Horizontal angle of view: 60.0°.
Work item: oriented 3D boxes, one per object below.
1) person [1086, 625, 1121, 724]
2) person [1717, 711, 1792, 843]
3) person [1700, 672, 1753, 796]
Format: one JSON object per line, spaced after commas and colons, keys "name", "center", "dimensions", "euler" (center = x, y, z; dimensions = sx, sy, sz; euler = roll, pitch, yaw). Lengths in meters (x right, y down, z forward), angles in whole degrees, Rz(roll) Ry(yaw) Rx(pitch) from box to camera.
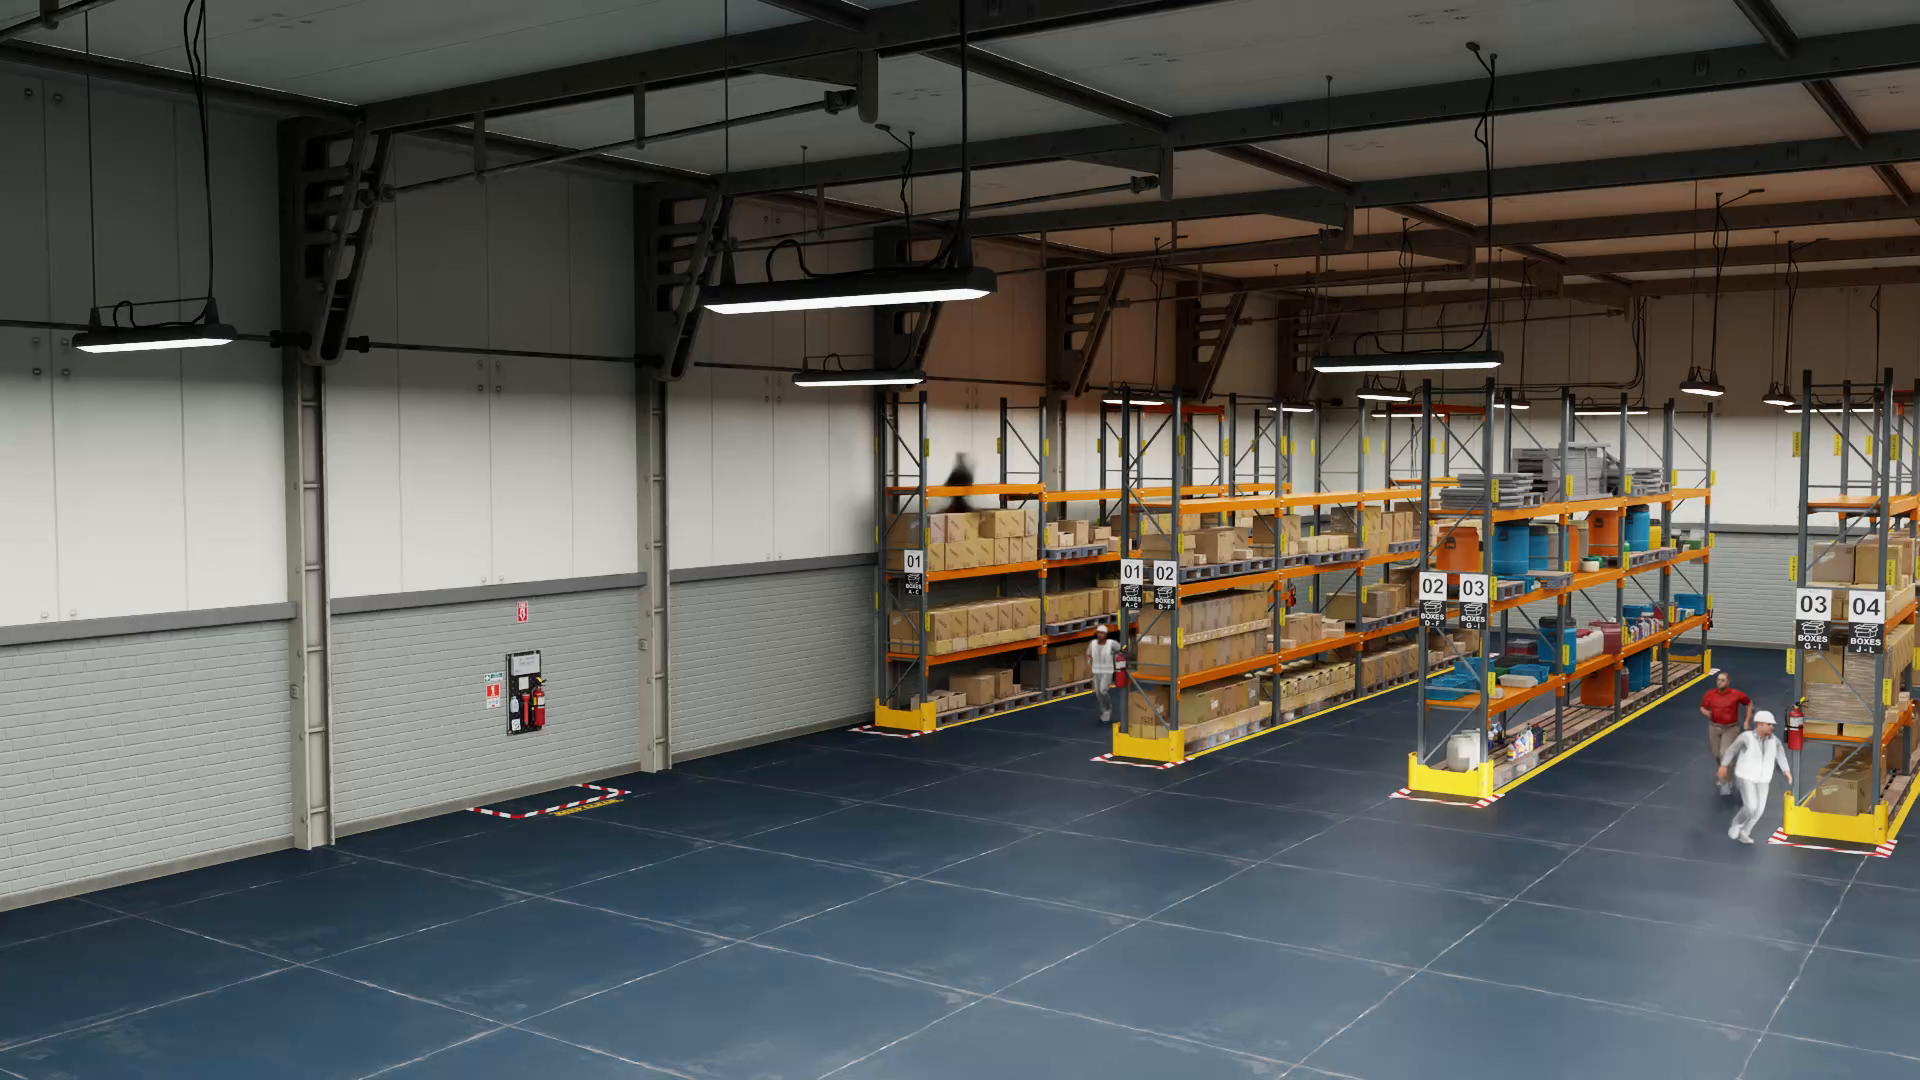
{"name": "person", "center": [2.593, 2.438, 30.218], "dimensions": [0.666, 1.783, 0.791], "euler": [2, 4, 29]}
{"name": "person", "center": [9.983, 2.975, 20.799], "dimensions": [0.662, 1.713, 0.785], "euler": [0, 3, -5]}
{"name": "person", "center": [11.084, 2.815, 24.132], "dimensions": [0.650, 1.788, 0.851], "euler": [3, 4, 42]}
